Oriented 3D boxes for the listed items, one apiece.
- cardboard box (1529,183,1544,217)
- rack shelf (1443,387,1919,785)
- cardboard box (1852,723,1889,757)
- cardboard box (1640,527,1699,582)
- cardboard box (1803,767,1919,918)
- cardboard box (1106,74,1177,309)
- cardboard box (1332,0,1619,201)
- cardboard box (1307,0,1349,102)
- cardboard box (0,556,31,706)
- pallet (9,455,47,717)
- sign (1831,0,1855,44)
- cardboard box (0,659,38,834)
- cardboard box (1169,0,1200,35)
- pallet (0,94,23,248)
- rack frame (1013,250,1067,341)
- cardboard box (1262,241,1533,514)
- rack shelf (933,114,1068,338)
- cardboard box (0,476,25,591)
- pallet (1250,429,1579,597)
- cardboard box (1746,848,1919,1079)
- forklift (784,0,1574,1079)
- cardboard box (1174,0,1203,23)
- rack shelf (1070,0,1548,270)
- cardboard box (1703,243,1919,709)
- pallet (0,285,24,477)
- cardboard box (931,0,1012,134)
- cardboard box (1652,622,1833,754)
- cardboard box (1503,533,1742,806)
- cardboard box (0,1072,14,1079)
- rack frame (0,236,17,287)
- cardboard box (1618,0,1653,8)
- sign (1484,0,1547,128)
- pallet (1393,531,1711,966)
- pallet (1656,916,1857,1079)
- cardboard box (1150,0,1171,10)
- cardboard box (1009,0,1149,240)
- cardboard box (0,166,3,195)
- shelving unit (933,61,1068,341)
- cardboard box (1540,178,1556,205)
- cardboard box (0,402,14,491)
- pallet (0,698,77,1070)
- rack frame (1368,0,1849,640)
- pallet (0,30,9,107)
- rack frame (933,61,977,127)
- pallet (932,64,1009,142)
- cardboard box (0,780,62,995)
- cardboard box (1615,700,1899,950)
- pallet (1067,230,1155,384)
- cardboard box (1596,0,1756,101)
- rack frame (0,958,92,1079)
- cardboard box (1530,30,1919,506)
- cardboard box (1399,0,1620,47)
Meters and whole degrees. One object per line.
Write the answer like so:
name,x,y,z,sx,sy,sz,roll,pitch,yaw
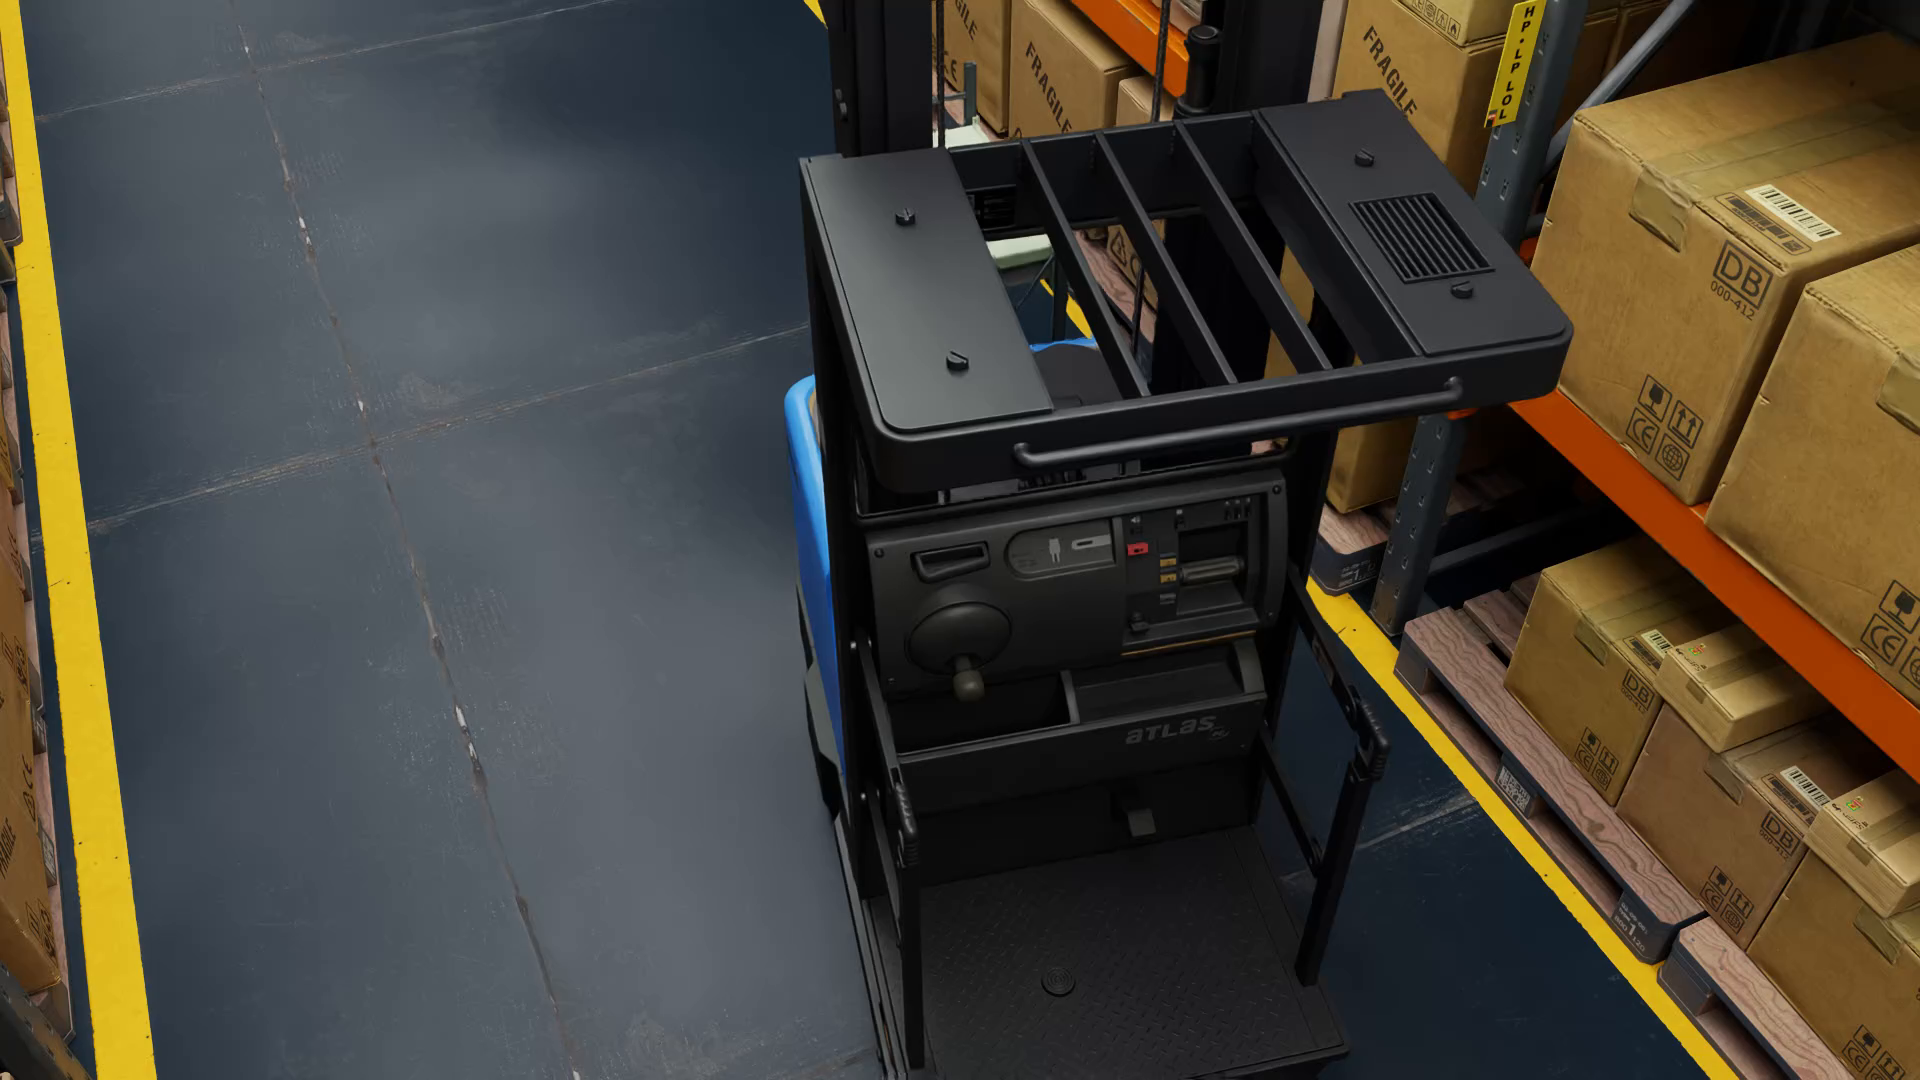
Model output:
cardboard box,1.430,-0.979,4.772,0.380,0.149,0.250,-18,47,-17
rack shelf,2.670,0.601,3.518,1.077,0.370,4.000,-18,47,-17
cardboard box,2.504,0.438,4.189,0.380,0.149,0.250,-19,48,-19
cardboard box,2.169,-0.065,4.699,0.380,0.149,0.250,-18,47,-18
cardboard box,2.248,0.691,3.933,0.380,0.149,0.250,-19,48,-19
cardboard box,1.061,-1.256,6.118,0.750,0.750,0.750,-17,47,-16
cardboard box,1.406,-1.298,4.633,0.500,0.500,0.500,-19,48,-18
cardboard box,1.183,-1.620,4.959,0.500,0.500,0.500,-18,47,-17
cardboard box,-3.084,0.231,4.847,0.500,0.500,0.500,-17,47,-17
pallet,-3.557,0.242,5.354,1.003,0.211,1.213,-18,47,-17
sign,2.332,-1.431,4.392,0.100,0.325,0.005,-18,47,-17
cardboard box,-2.881,0.552,4.522,0.500,0.500,0.500,-17,47,-17
cardboard box,0.935,-1.802,5.605,0.380,0.149,0.250,-19,48,-18
pallet,-4.657,-1.557,7.178,1.003,0.211,1.213,-18,47,-17
rack frame,0.121,-0.401,5.088,0.400,1.500,0.023,-15,47,-15
cardboard box,1.438,-0.690,5.545,0.750,0.750,0.750,-18,47,-17
rack shelf,-0.009,-0.919,5.057,0.431,0.370,0.720,-15,47,-15
cardboard box,-3.296,-0.091,5.173,0.500,0.500,0.500,-20,48,-19
pallet,1.436,-0.407,6.012,1.003,0.211,1.213,-18,47,-17
cardboard box,2.472,0.966,4.116,0.700,0.500,0.500,-17,47,-16
forklift,0.315,0.195,3.465,1.130,2.935,3.031,-9,45,-9
cardboard box,0.979,-1.943,5.286,0.500,0.500,0.500,-18,47,-17
rack shelf,0.988,-1.948,6.101,1.077,0.370,4.000,-18,47,-17
cardboard box,2.344,-0.219,3.623,0.980,0.700,0.700,-19,48,-18
pallet,-4.066,-0.534,6.141,1.003,0.211,1.213,-18,47,-17
cardboard box,0.337,-2.356,7.233,0.750,0.750,0.750,-19,48,-18
cardboard box,2.029,0.358,4.270,0.380,0.149,0.250,-17,47,-16
cardboard box,2.050,0.317,4.774,0.700,0.500,0.500,-17,47,-17
cardboard box,-2.167,1.548,3.512,0.500,0.500,0.500,-18,47,-17
rack frame,-4.346,-2.014,5.655,1.000,3.000,0.127,-18,47,-17
cardboard box,1.872,-1.715,4.522,0.500,0.250,0.500,-17,47,-16
sign,1.341,-1.147,4.009,0.100,0.325,0.005,-18,47,-17
pallet,2.078,0.570,5.022,1.003,0.211,1.213,-18,47,-17
pallet,2.594,1.349,4.233,1.003,0.211,1.213,-18,47,-17
cardboard box,0.834,-1.975,5.780,0.380,0.149,0.250,-17,47,-16
cardboard box,0.700,-1.796,6.666,0.750,0.750,0.750,-18,47,-18
cardboard box,-4.300,-1.605,6.899,0.500,0.250,0.500,-18,47,-18
shelving unit,-0.009,-0.641,5.332,0.431,1.500,0.755,-15,47,-15
cardboard box,1.868,-1.120,4.914,0.380,0.149,0.250,-19,48,-19
cardboard box,-3.522,-0.424,5.510,0.500,0.500,0.500,-20,48,-19
pallet,-3.040,1.021,4.565,1.003,0.211,1.213,-18,47,-17
rack frame,1.829,-0.930,4.557,1.000,3.000,0.127,-18,47,-17
pallet,-5.166,-2.334,7.965,1.003,0.211,1.213,-18,47,-17
rack frame,-0.139,-0.881,5.575,0.400,1.500,0.023,-15,47,-15
pallet,0.410,-1.962,7.588,1.003,0.211,1.213,-18,47,-17
cardboard box,-2.646,0.888,4.180,0.500,0.500,0.500,-20,48,-19
cardboard box,2.258,0.638,4.448,0.700,0.500,0.500,-18,48,-18
pallet,0.919,-1.185,6.801,1.003,0.211,1.213,-18,47,-17
cardboard box,1.864,-1.446,4.783,0.500,0.500,0.500,-20,48,-19
rack frame,-2.661,0.534,3.073,0.949,2.616,0.053,-18,47,-17
cardboard box,2.042,-0.686,4.096,0.980,0.700,0.700,-17,47,-17
cardboard box,1.400,-1.568,4.372,0.500,0.250,0.500,-17,47,-16
